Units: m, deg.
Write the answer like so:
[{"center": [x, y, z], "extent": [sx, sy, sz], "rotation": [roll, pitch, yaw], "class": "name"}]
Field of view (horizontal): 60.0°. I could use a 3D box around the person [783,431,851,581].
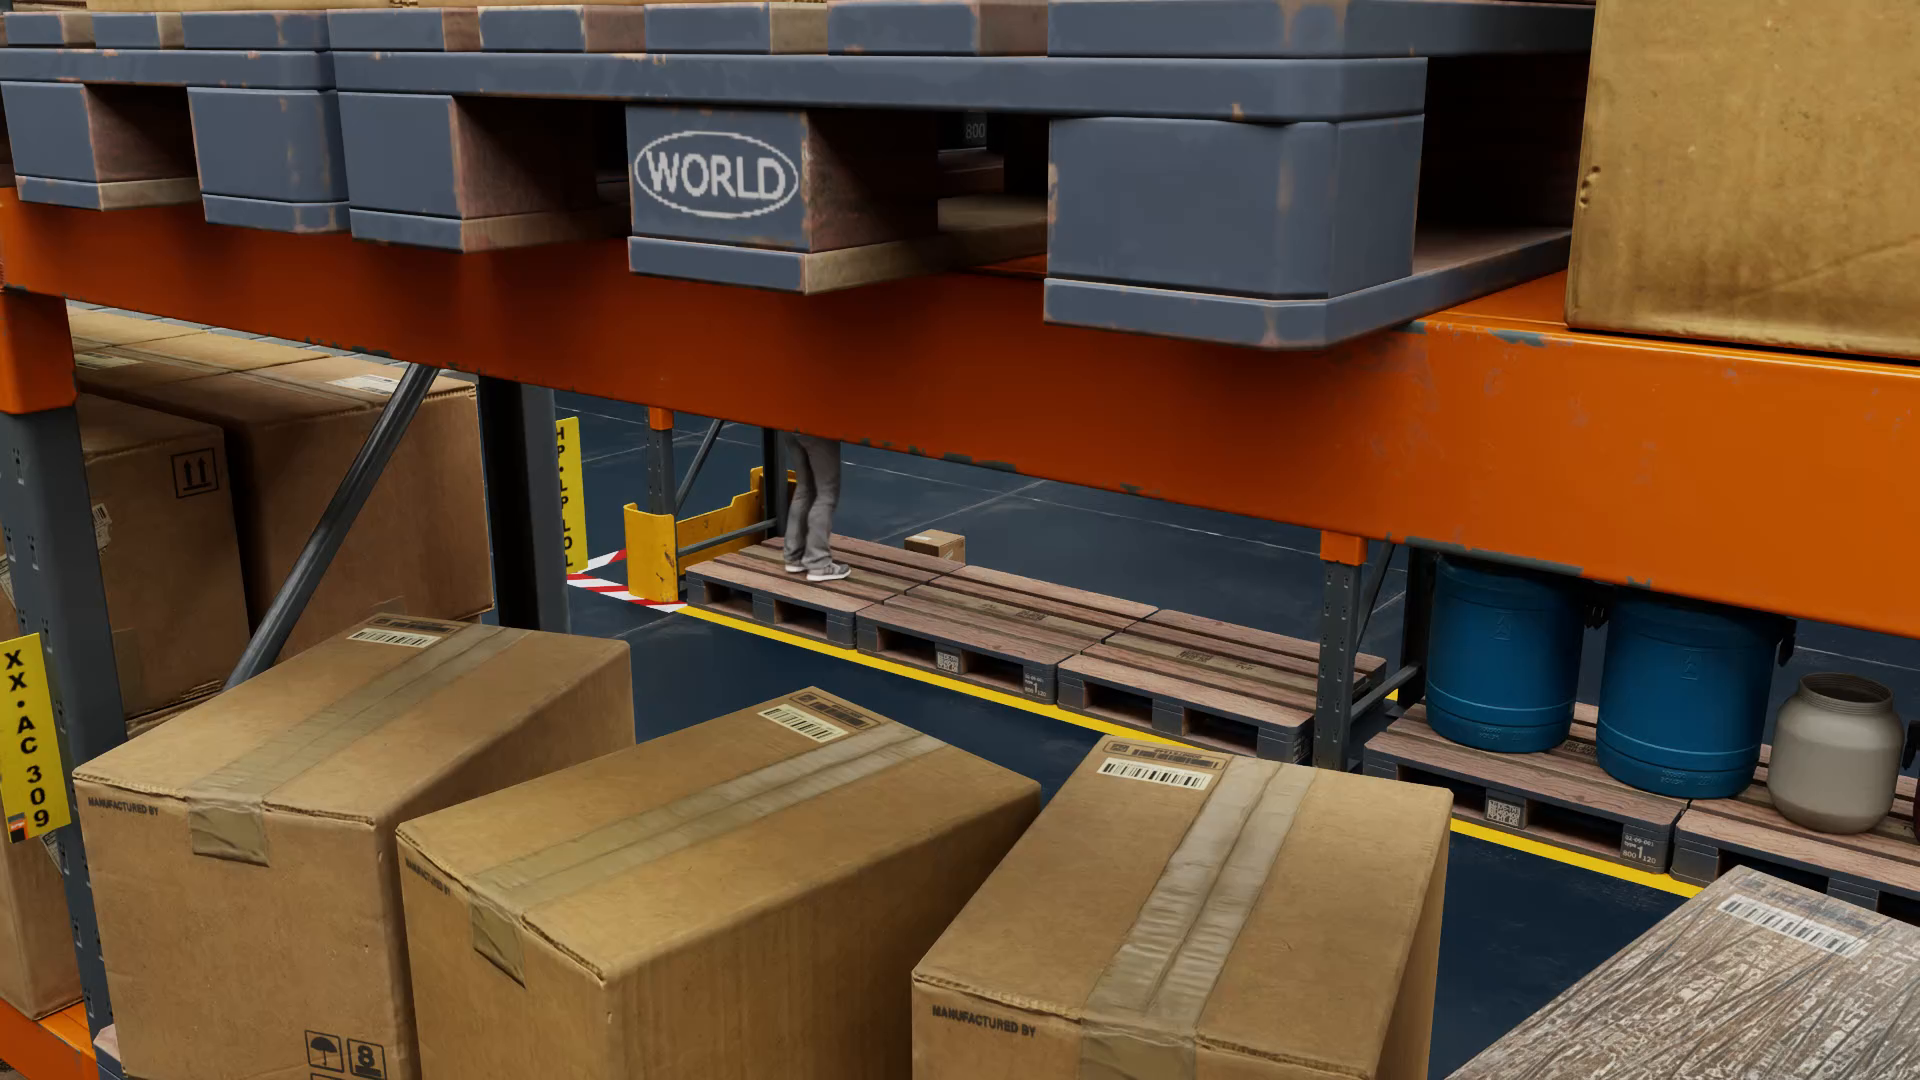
[{"center": [-0.797, -0.572, 8.774], "extent": [0.302, 1.578, 0.408], "rotation": [-14, 21, -38], "class": "person"}]
